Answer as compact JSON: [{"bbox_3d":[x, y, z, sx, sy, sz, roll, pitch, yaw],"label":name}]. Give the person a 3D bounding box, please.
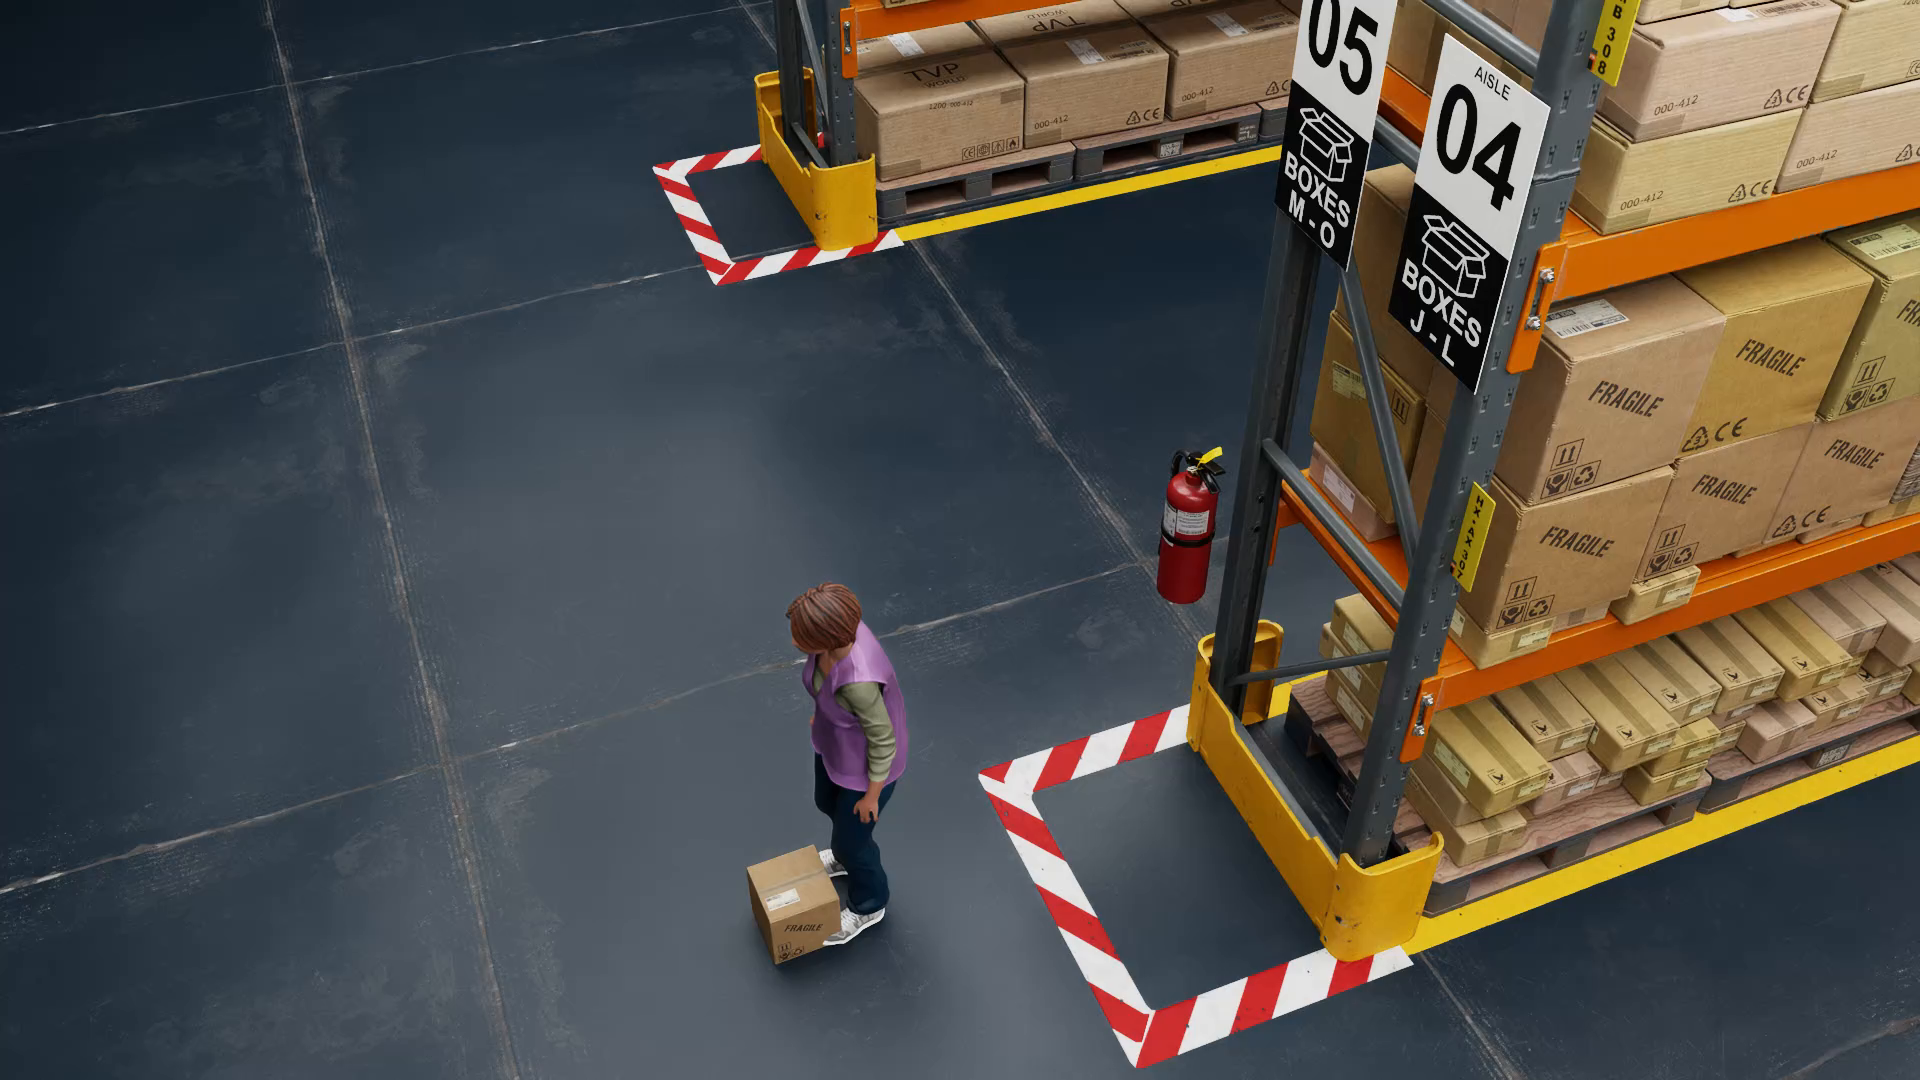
[{"bbox_3d":[-0.372,0.707,5.393,0.377,1.591,0.476,-18,45,-19],"label":"person"}]
